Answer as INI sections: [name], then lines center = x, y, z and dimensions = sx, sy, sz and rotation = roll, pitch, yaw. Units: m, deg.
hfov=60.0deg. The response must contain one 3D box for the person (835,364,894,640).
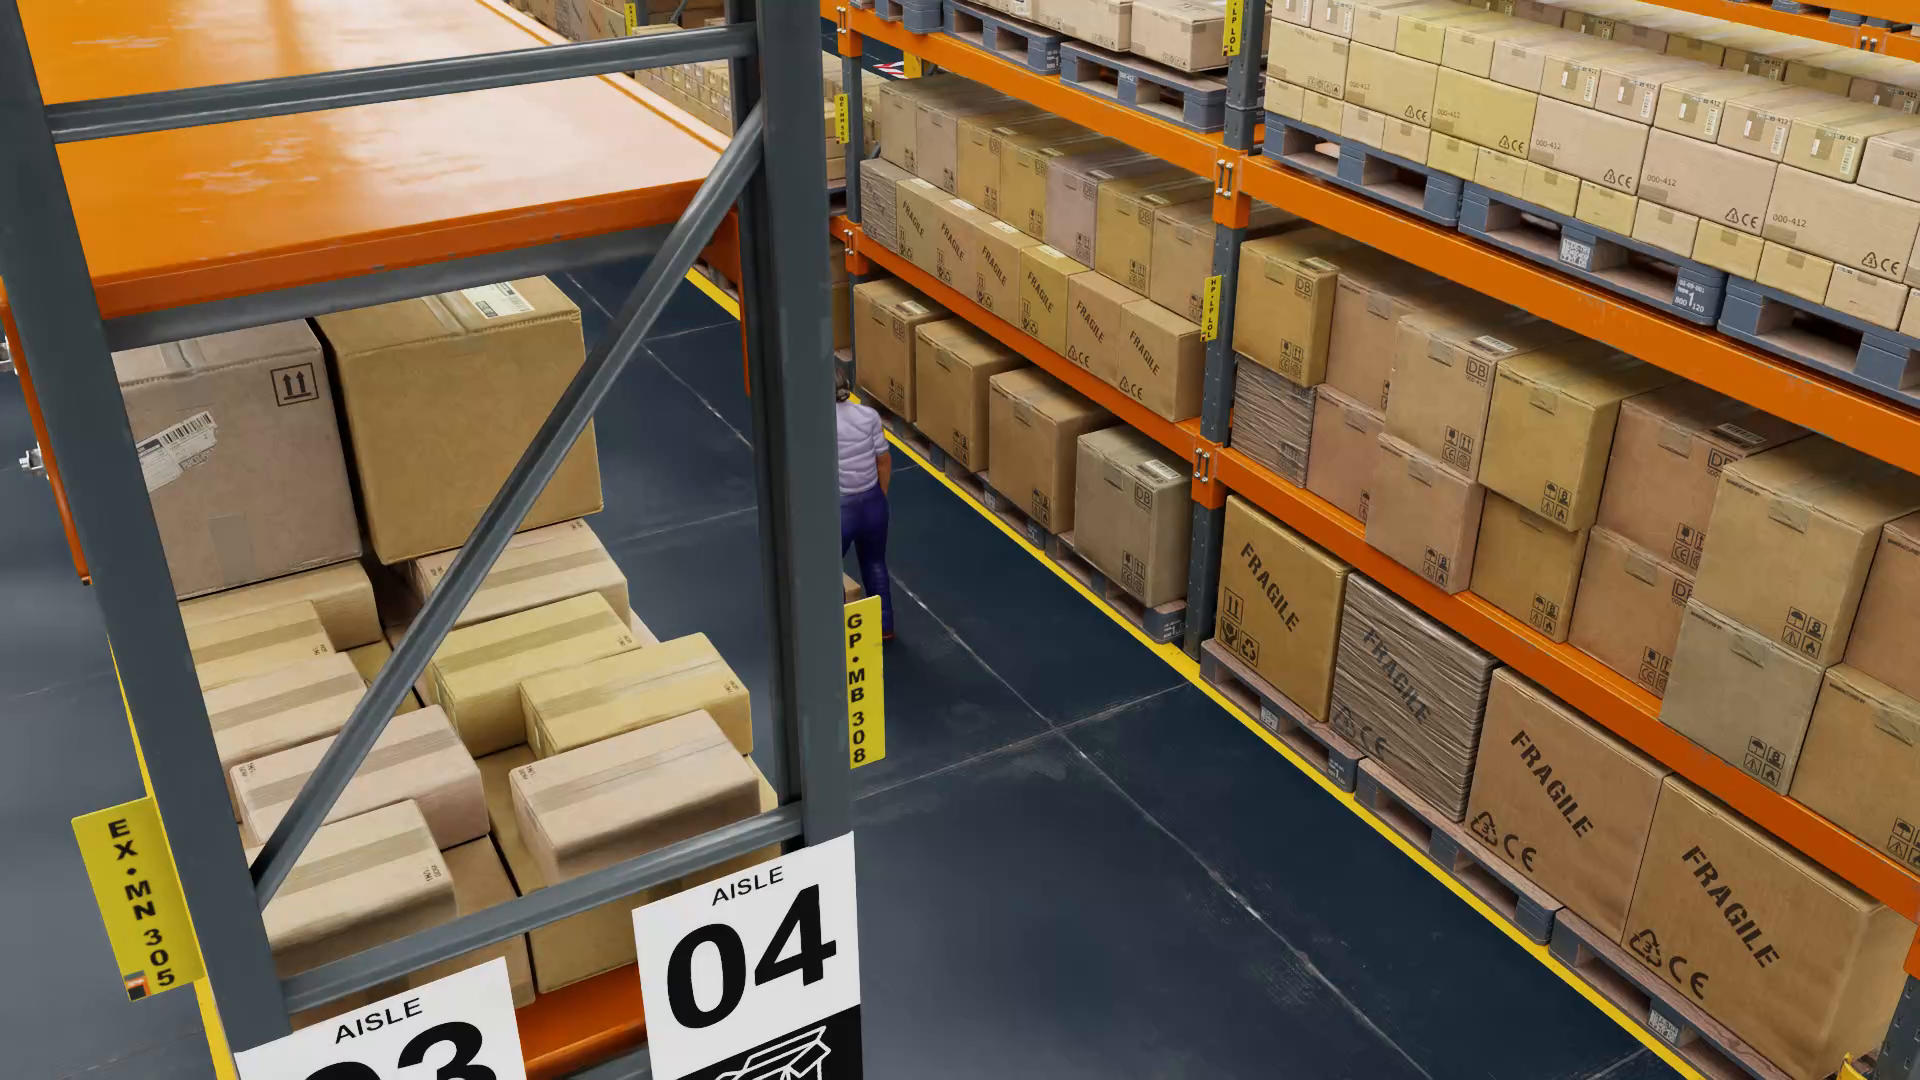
[person]
center = -0.593, -0.159, 8.848
dimensions = 0.555, 1.650, 0.370
rotation = -18, 34, -29
